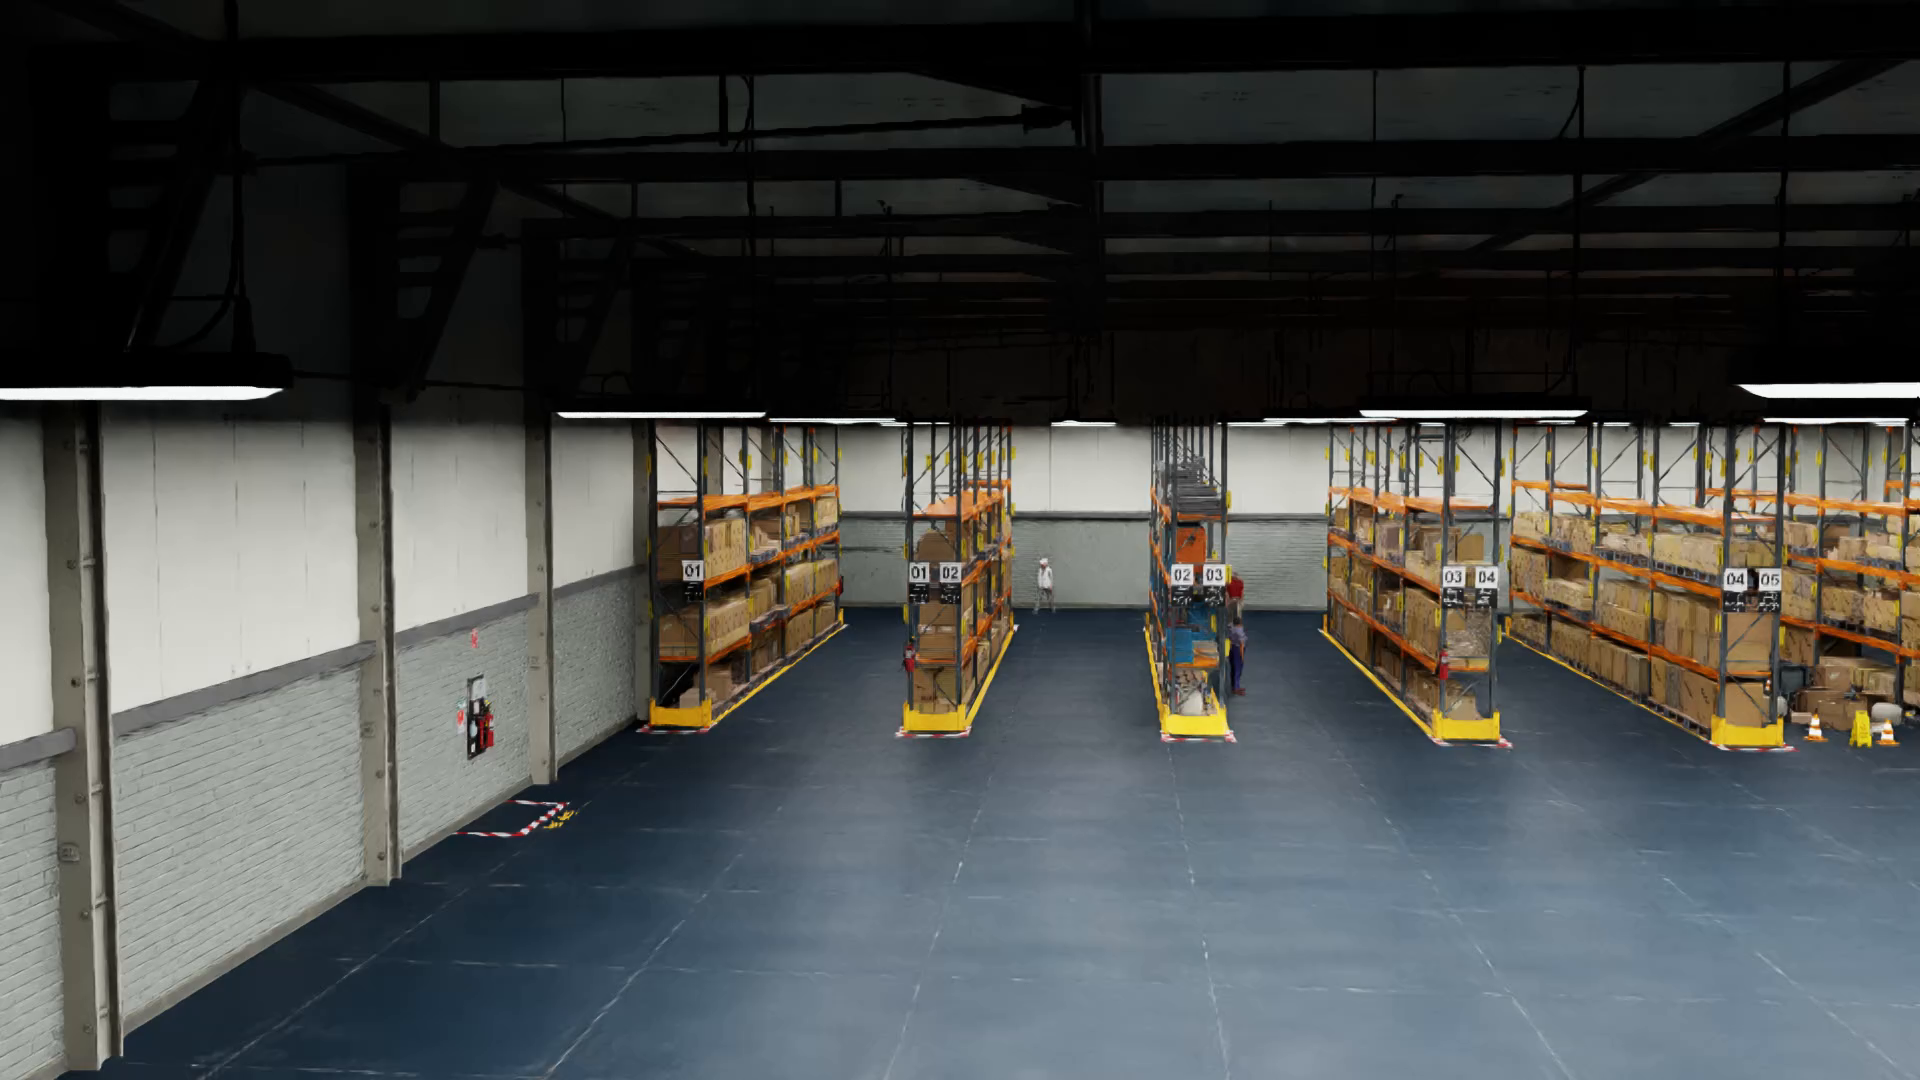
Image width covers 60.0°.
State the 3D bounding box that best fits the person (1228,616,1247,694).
[{"bbox_3d":[6.021,2.468,35.984,0.426,1.657,0.538,-1,4,-15],"label":"person"}]

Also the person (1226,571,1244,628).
[{"bbox_3d":[7.811,1.699,47.355,0.542,1.645,1.126,0,4,7],"label":"person"}]

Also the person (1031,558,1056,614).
[{"bbox_3d":[2.615,1.411,51.340,0.581,1.731,0.953,2,4,29],"label":"person"}]
